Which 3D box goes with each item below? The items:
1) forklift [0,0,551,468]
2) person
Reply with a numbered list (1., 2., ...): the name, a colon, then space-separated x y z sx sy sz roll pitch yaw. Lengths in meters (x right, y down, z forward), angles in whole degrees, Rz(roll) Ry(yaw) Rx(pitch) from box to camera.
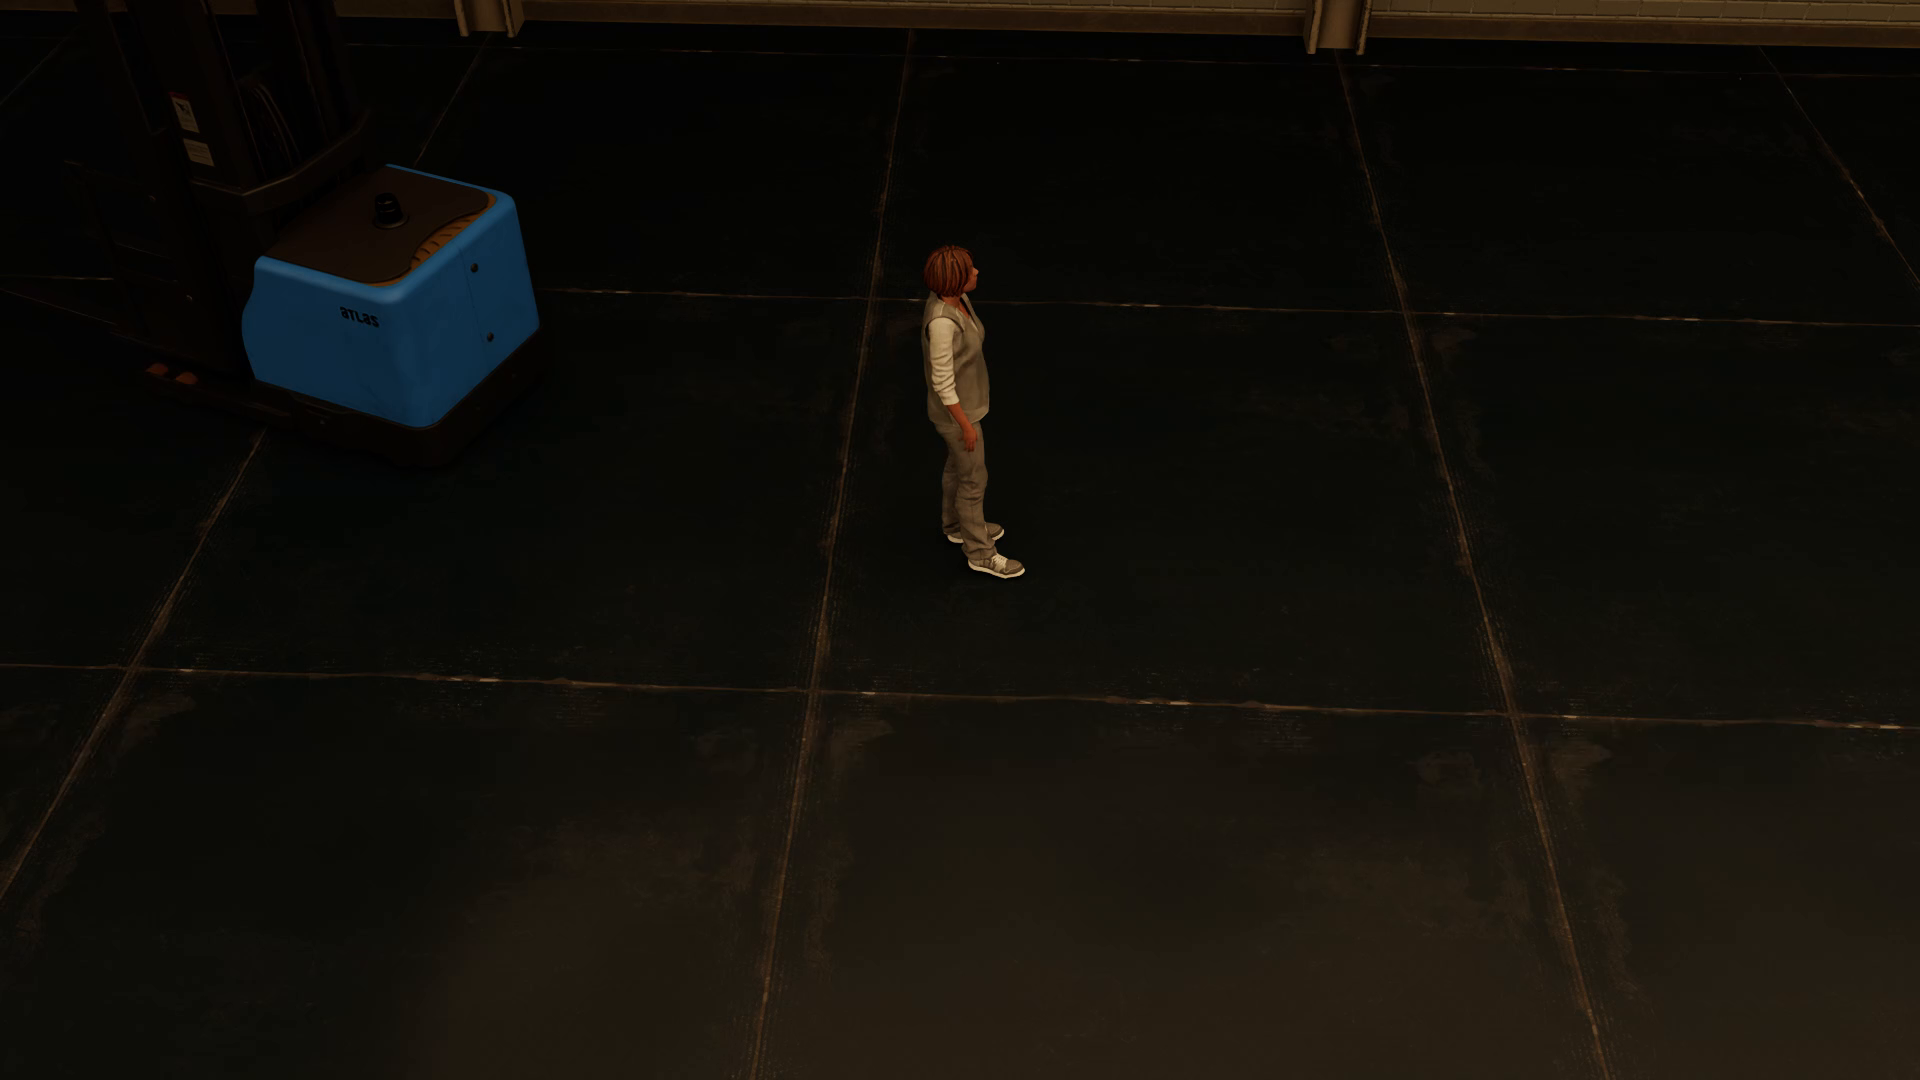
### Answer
1. forklift: -3.741 -2.097 8.040 3.031 2.935 1.130 17 45 17
2. person: 0.074 -0.584 7.360 0.473 1.599 0.521 2 42 2
